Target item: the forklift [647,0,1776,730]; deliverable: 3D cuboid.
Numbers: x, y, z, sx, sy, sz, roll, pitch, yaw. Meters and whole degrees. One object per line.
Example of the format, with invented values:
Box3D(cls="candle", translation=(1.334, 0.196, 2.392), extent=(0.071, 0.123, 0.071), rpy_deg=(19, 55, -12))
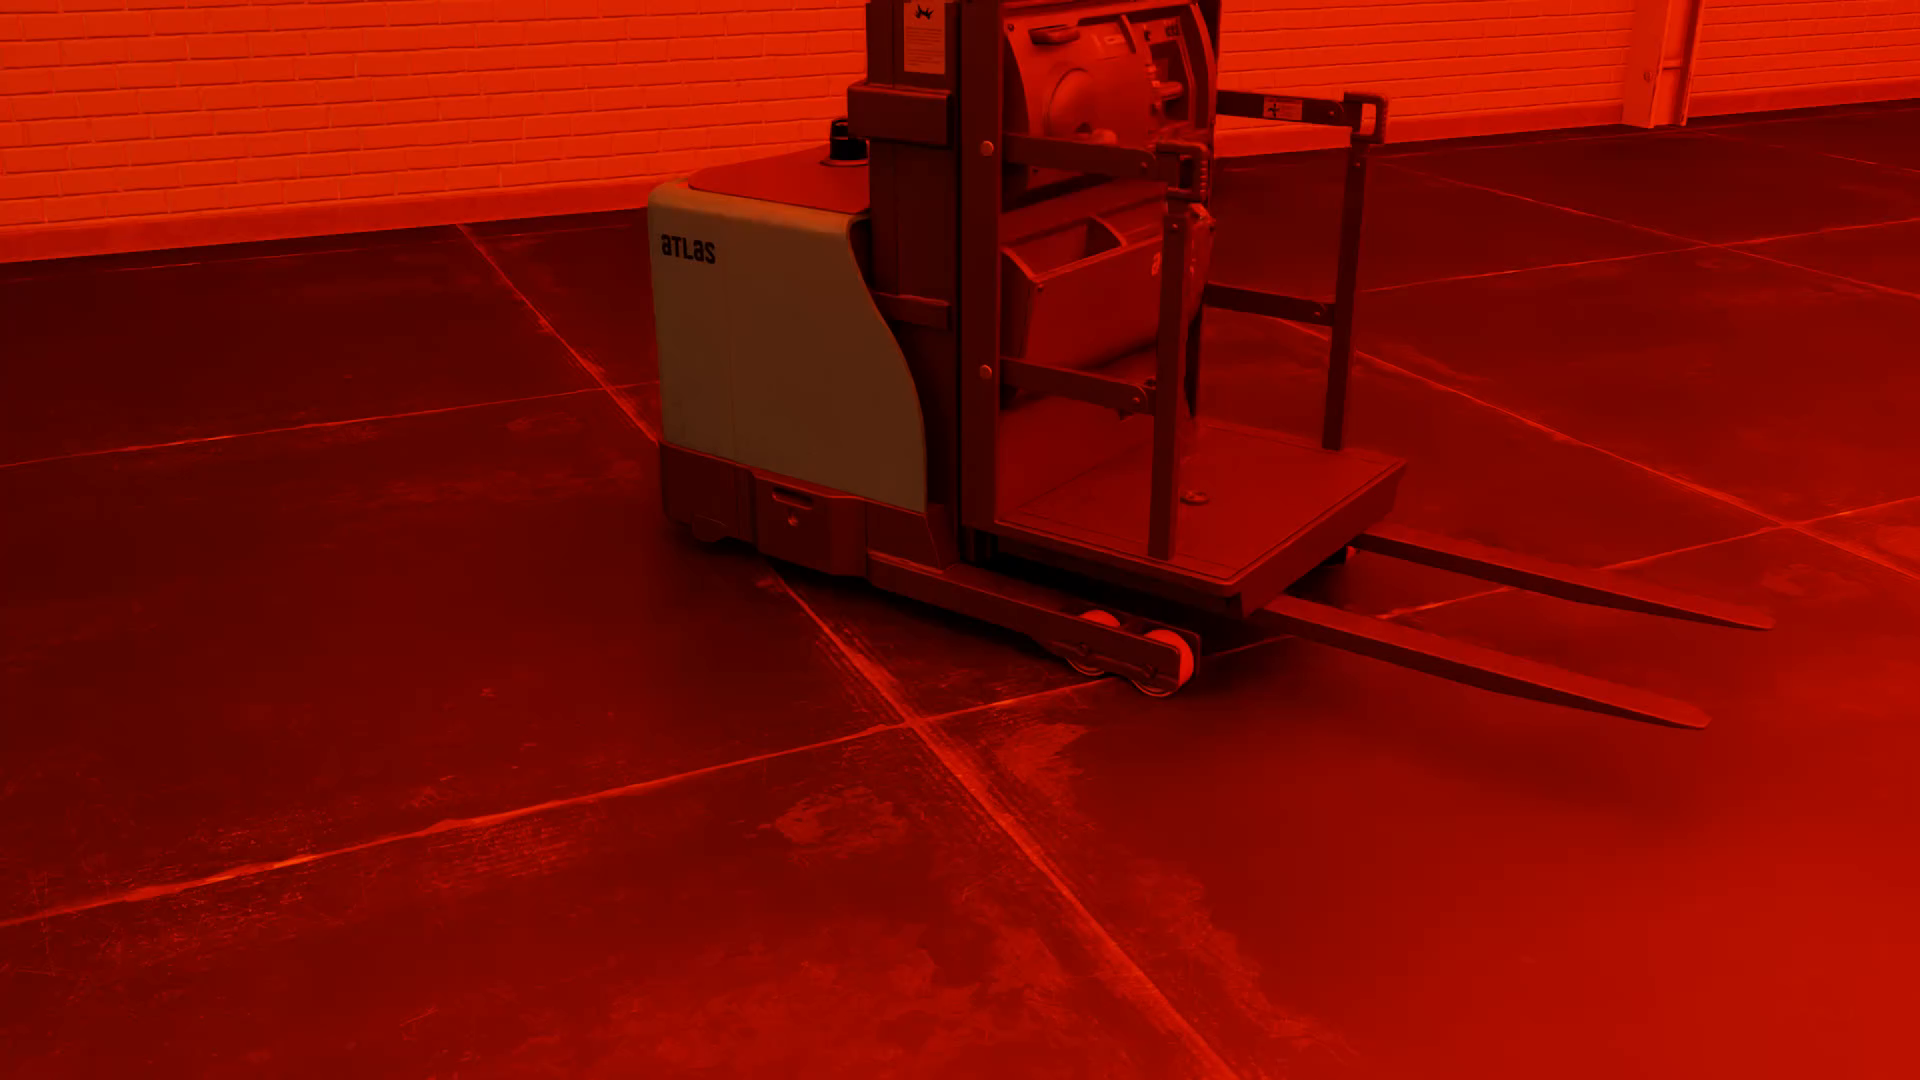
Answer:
Box3D(cls="forklift", translation=(0.572, -1.192, 4.155), extent=(3.031, 2.935, 1.130), rpy_deg=(16, 27, 33))
